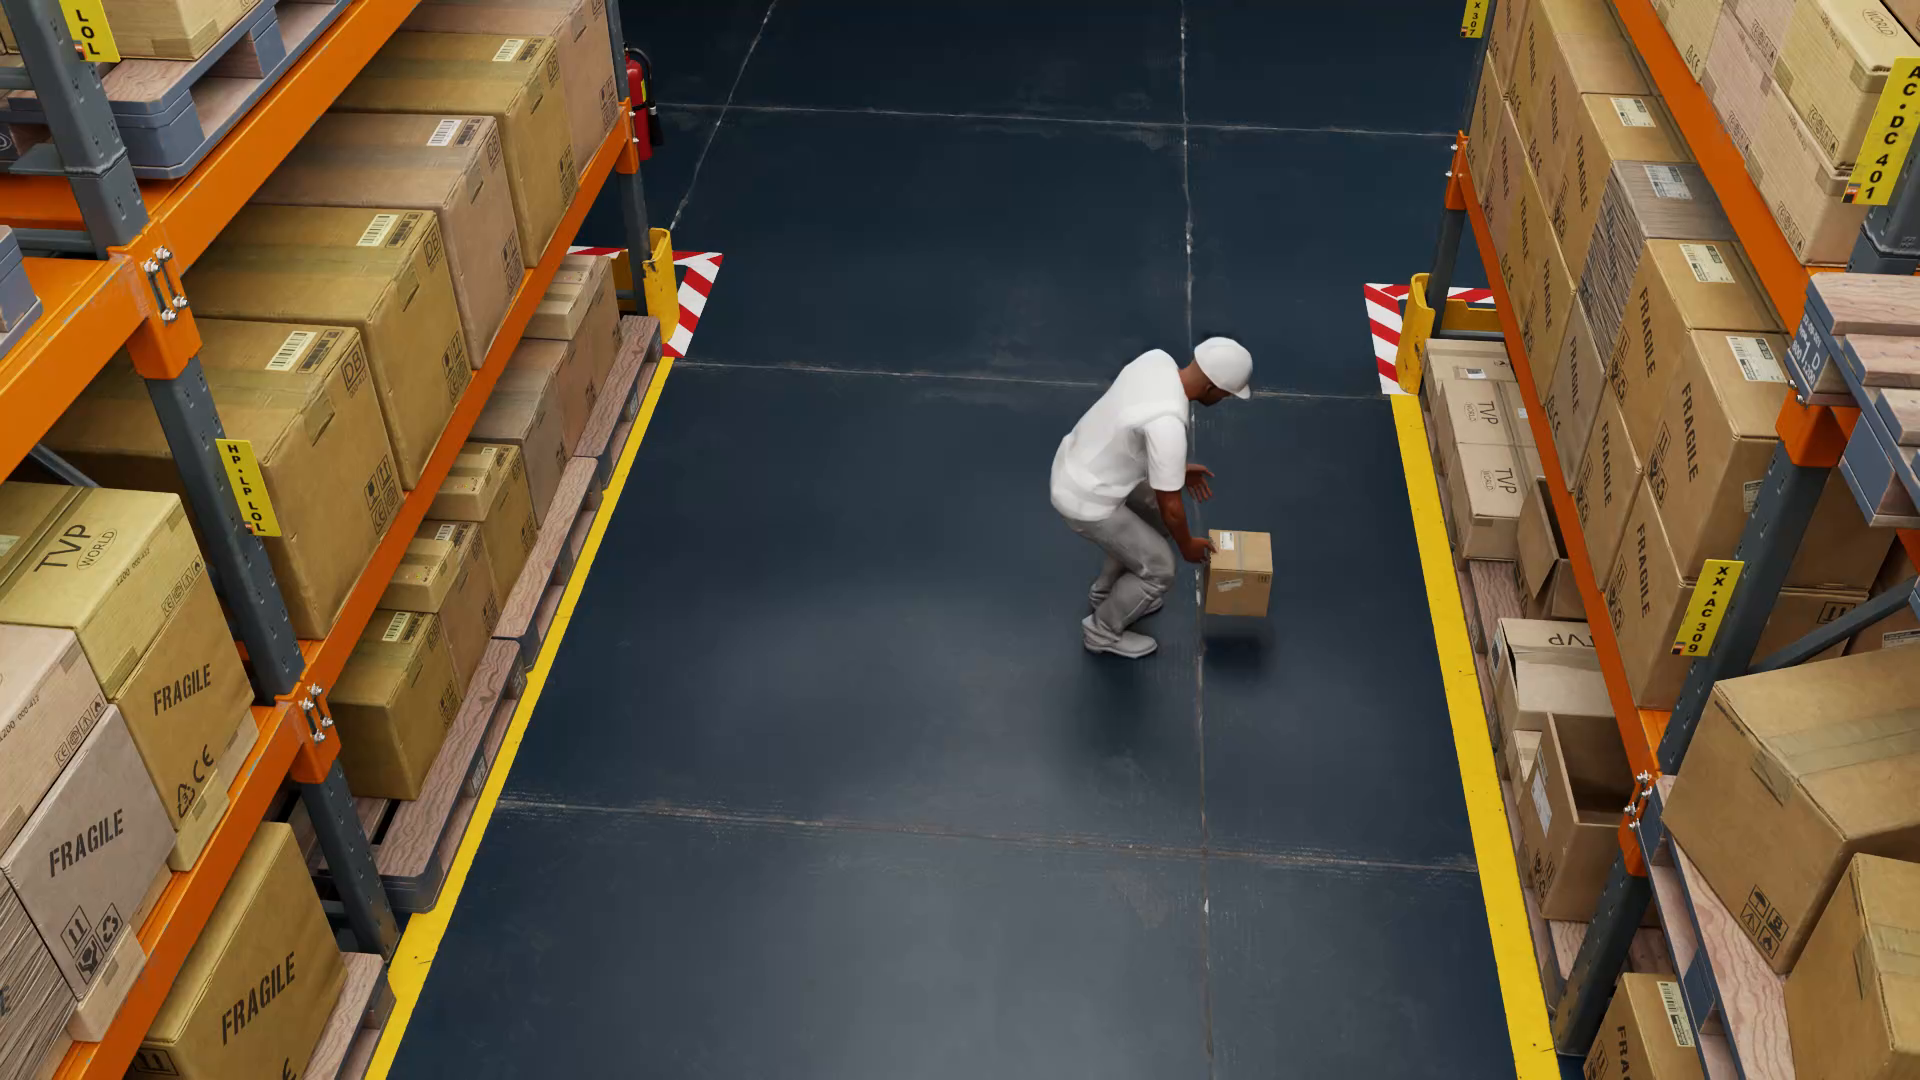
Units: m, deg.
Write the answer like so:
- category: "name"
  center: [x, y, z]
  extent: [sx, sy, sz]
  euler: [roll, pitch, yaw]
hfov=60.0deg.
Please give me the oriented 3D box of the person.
- category: "person"
  center: [0.731, -0.207, 6.646]
  extent: [0.746, 1.433, 0.631]
  euler: [3, 40, 4]
